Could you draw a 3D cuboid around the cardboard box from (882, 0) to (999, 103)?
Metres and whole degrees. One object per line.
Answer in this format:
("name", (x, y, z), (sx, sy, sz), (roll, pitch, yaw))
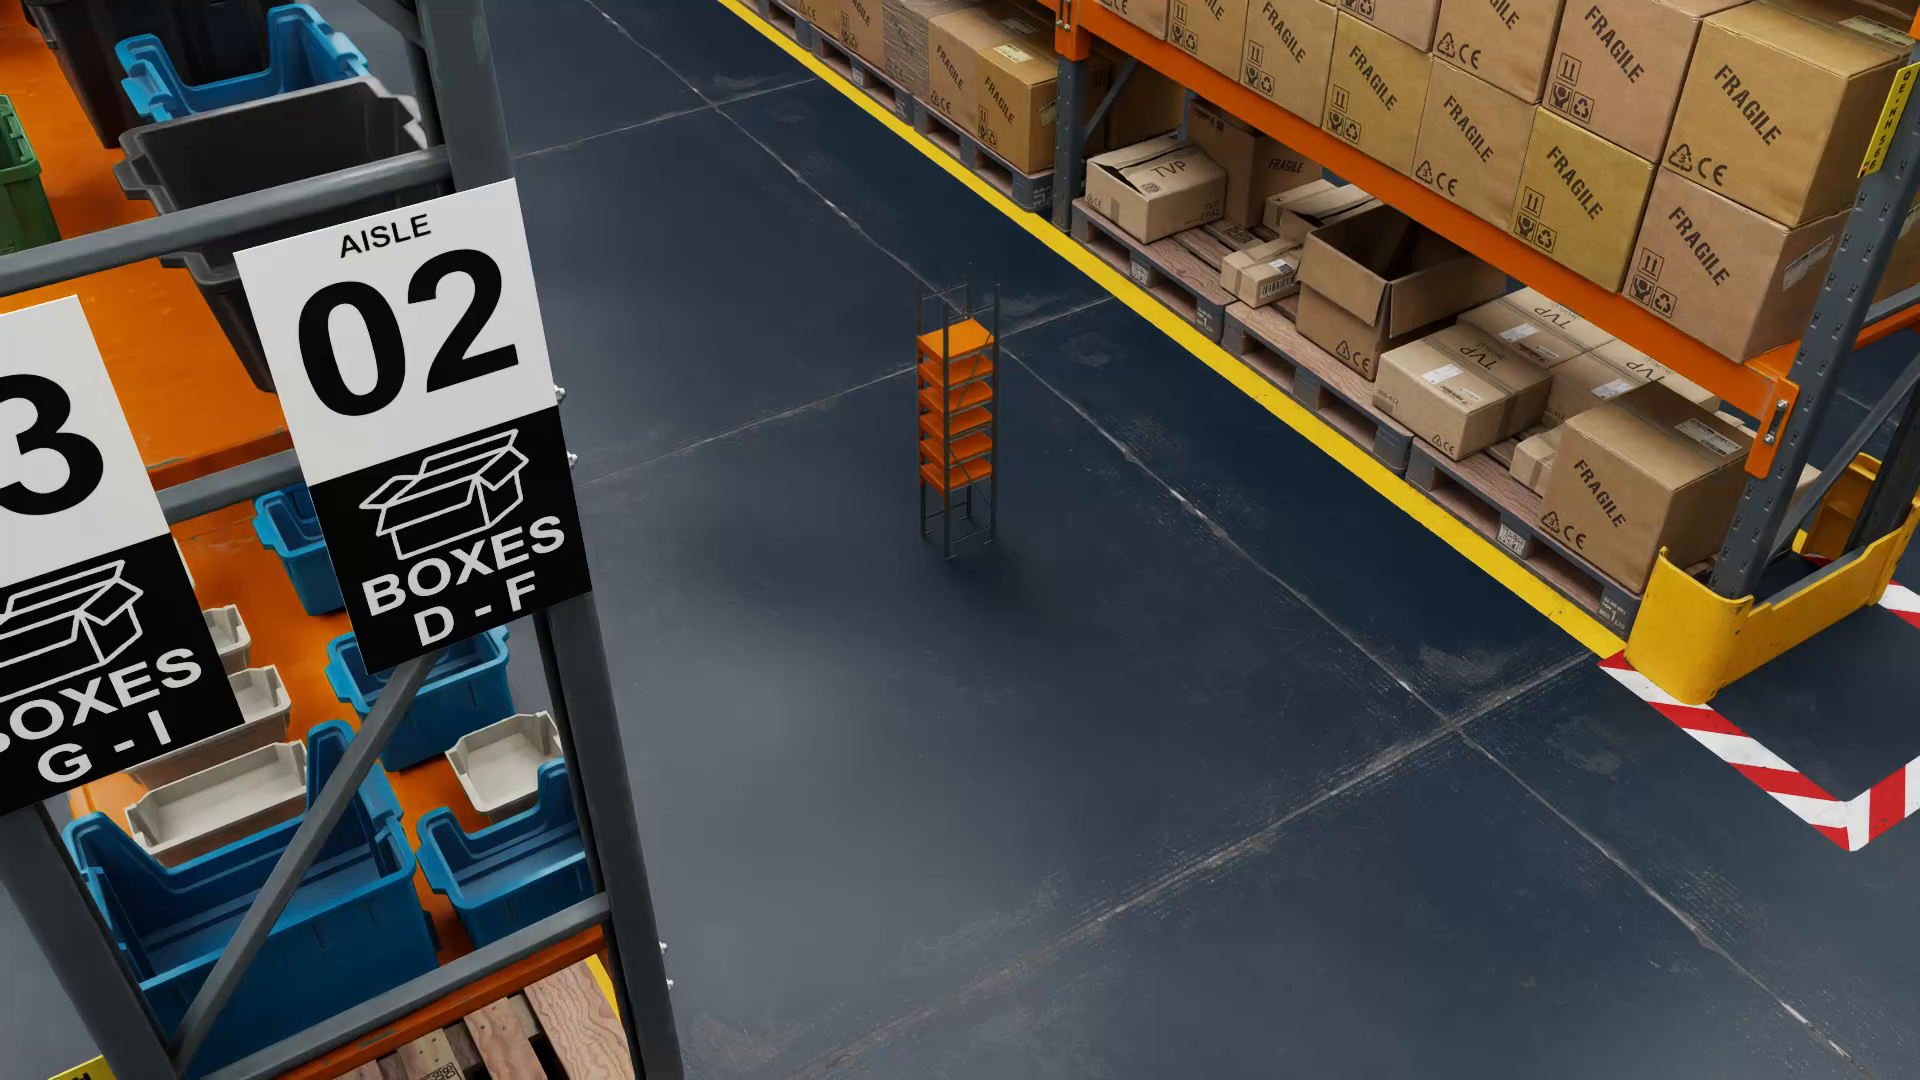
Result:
("cardboard box", (-0.101, -2.865, 9.454), (0.500, 0.500, 0.500), (-22, 44, -24))

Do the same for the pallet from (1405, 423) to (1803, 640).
("pallet", (2.614, -0.188, 6.811), (1.003, 0.211, 1.213), (-22, 45, -24))

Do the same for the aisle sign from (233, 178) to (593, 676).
("aisle sign", (-0.805, -0.148, 2.554), (0.394, 0.787, 0.004), (-22, 45, -24))

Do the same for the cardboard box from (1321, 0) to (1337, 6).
("cardboard box", (1.504, -2.463, 6.504), (0.500, 0.500, 0.500), (-24, 45, -26))

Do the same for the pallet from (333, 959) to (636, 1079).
("pallet", (-1.504, 1.527, 4.753), (1.003, 0.211, 1.213), (-22, 45, -24))

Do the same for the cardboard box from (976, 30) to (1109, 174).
("cardboard box", (0.427, -2.324, 8.805), (0.500, 0.500, 0.500), (-22, 45, -25))

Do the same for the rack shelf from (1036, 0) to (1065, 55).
("rack shelf", (-0.142, -3.751, 9.470), (1.077, 0.370, 4.000), (-22, 45, -24))

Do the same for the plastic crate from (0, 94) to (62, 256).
("plastic crate", (-1.865, -0.591, 2.938), (0.450, 0.188, 0.336), (-22, 45, -24))

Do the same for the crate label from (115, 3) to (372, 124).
("crate label", (-1.317, -0.790, 3.128), (0.408, 0.251, 0.502), (-22, 45, -24))

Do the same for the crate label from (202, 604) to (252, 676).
("crate label", (-1.999, 0.311, 4.192), (0.396, 0.136, 0.243), (-22, 45, -24))

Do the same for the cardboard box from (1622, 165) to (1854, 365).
("cardboard box", (2.614, -0.975, 5.499), (0.500, 0.500, 0.500), (-21, 44, -23))

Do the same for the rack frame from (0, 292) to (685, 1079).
("rack frame", (-1.094, 0.914, 3.310), (1.000, 3.000, 0.127), (-22, 45, -24))

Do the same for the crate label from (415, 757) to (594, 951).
("crate label", (-0.949, 0.709, 3.640), (0.416, 0.233, 0.303), (-22, 45, -24))

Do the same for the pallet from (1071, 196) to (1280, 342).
("pallet", (1.302, -1.505, 8.392), (1.003, 0.211, 1.213), (-22, 45, -24))

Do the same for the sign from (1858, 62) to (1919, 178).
("sign", (2.606, -1.175, 4.665), (0.100, 0.325, 0.005), (-22, 45, -24))

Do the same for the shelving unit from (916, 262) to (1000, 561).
("shelving unit", (-0.008, -0.469, 6.375), (0.258, 1.200, 0.189), (-22, 45, -24))

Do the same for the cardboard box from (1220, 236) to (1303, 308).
("cardboard box", (1.451, -1.264, 7.793), (0.380, 0.166, 0.250), (-22, 45, -24))

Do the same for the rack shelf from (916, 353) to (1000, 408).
("rack shelf", (-0.008, -0.619, 6.250), (0.258, 0.103, 0.180), (-22, 45, -24))

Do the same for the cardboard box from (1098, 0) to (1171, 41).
("cardboard box", (0.978, -2.617, 7.470), (0.500, 0.500, 0.500), (-21, 44, -23))

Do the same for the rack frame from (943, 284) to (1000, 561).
("rack frame", (0.041, -0.419, 6.316), (0.240, 1.200, 0.006), (-22, 45, -24))

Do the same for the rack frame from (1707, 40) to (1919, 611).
("rack frame", (3.085, -0.789, 5.353), (1.000, 3.000, 0.127), (-22, 45, -24))

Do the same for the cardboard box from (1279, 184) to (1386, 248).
("cardboard box", (1.883, -1.469, 7.927), (0.500, 0.311, 0.500), (-22, 45, -24))

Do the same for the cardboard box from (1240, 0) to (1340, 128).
("cardboard box", (1.523, -2.071, 6.814), (0.500, 0.500, 0.500), (-22, 45, -25))

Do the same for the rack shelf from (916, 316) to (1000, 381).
("rack shelf", (-0.008, -0.711, 6.173), (0.258, 0.103, 0.180), (-22, 45, -24))

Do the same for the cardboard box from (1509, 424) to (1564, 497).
("cardboard box", (2.443, -0.328, 6.670), (0.380, 0.166, 0.250), (-22, 45, -24))

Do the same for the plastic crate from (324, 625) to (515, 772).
("plastic crate", (-1.303, 0.354, 4.066), (0.416, 0.233, 0.300), (-22, 45, -24))

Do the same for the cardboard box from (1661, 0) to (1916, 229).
("cardboard box", (2.614, -1.357, 5.176), (0.500, 0.500, 0.500), (-23, 45, -25))

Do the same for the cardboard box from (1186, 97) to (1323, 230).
("cardboard box", (1.479, -1.947, 8.352), (0.500, 0.500, 0.500), (-22, 45, -24))

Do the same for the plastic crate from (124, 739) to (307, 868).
("plastic crate", (-1.685, 0.615, 3.828), (0.396, 0.136, 0.243), (-22, 45, -24))

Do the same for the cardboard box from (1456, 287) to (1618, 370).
("cardboard box", (2.494, -0.832, 7.210), (0.500, 0.250, 0.500), (-22, 45, -24))

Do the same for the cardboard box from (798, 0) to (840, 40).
("cardboard box", (-0.661, -3.418, 10.118), (0.500, 0.500, 0.500), (-23, 45, -25))

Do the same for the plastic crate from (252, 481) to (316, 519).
("plastic crate", (-1.818, -0.164, 4.687), (0.416, 0.233, 0.300), (-22, 45, -24))

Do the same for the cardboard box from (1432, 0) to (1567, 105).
("cardboard box", (2.058, -1.908, 5.837), (0.500, 0.500, 0.500), (-21, 44, -23))

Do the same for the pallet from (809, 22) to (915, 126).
("pallet", (-0.195, -2.962, 10.139), (1.003, 0.211, 1.213), (-22, 45, -24))

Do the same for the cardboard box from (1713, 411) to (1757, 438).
("cardboard box", (3.015, -0.349, 6.695), (0.380, 0.166, 0.250), (-22, 45, -24))

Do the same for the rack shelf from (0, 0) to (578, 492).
("rack shelf", (-2.169, -1.041, 3.875), (1.077, 0.370, 4.000), (-22, 45, -24))

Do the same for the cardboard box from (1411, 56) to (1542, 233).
("cardboard box", (2.069, -1.525, 6.159), (0.500, 0.500, 0.500), (-22, 45, -24))

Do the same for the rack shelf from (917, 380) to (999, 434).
("rack shelf", (-0.008, -0.527, 6.327), (0.258, 0.103, 0.180), (-22, 45, -24))

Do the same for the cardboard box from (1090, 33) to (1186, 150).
("cardboard box", (0.879, -2.501, 9.018), (0.500, 0.500, 0.500), (-24, 46, -26))
